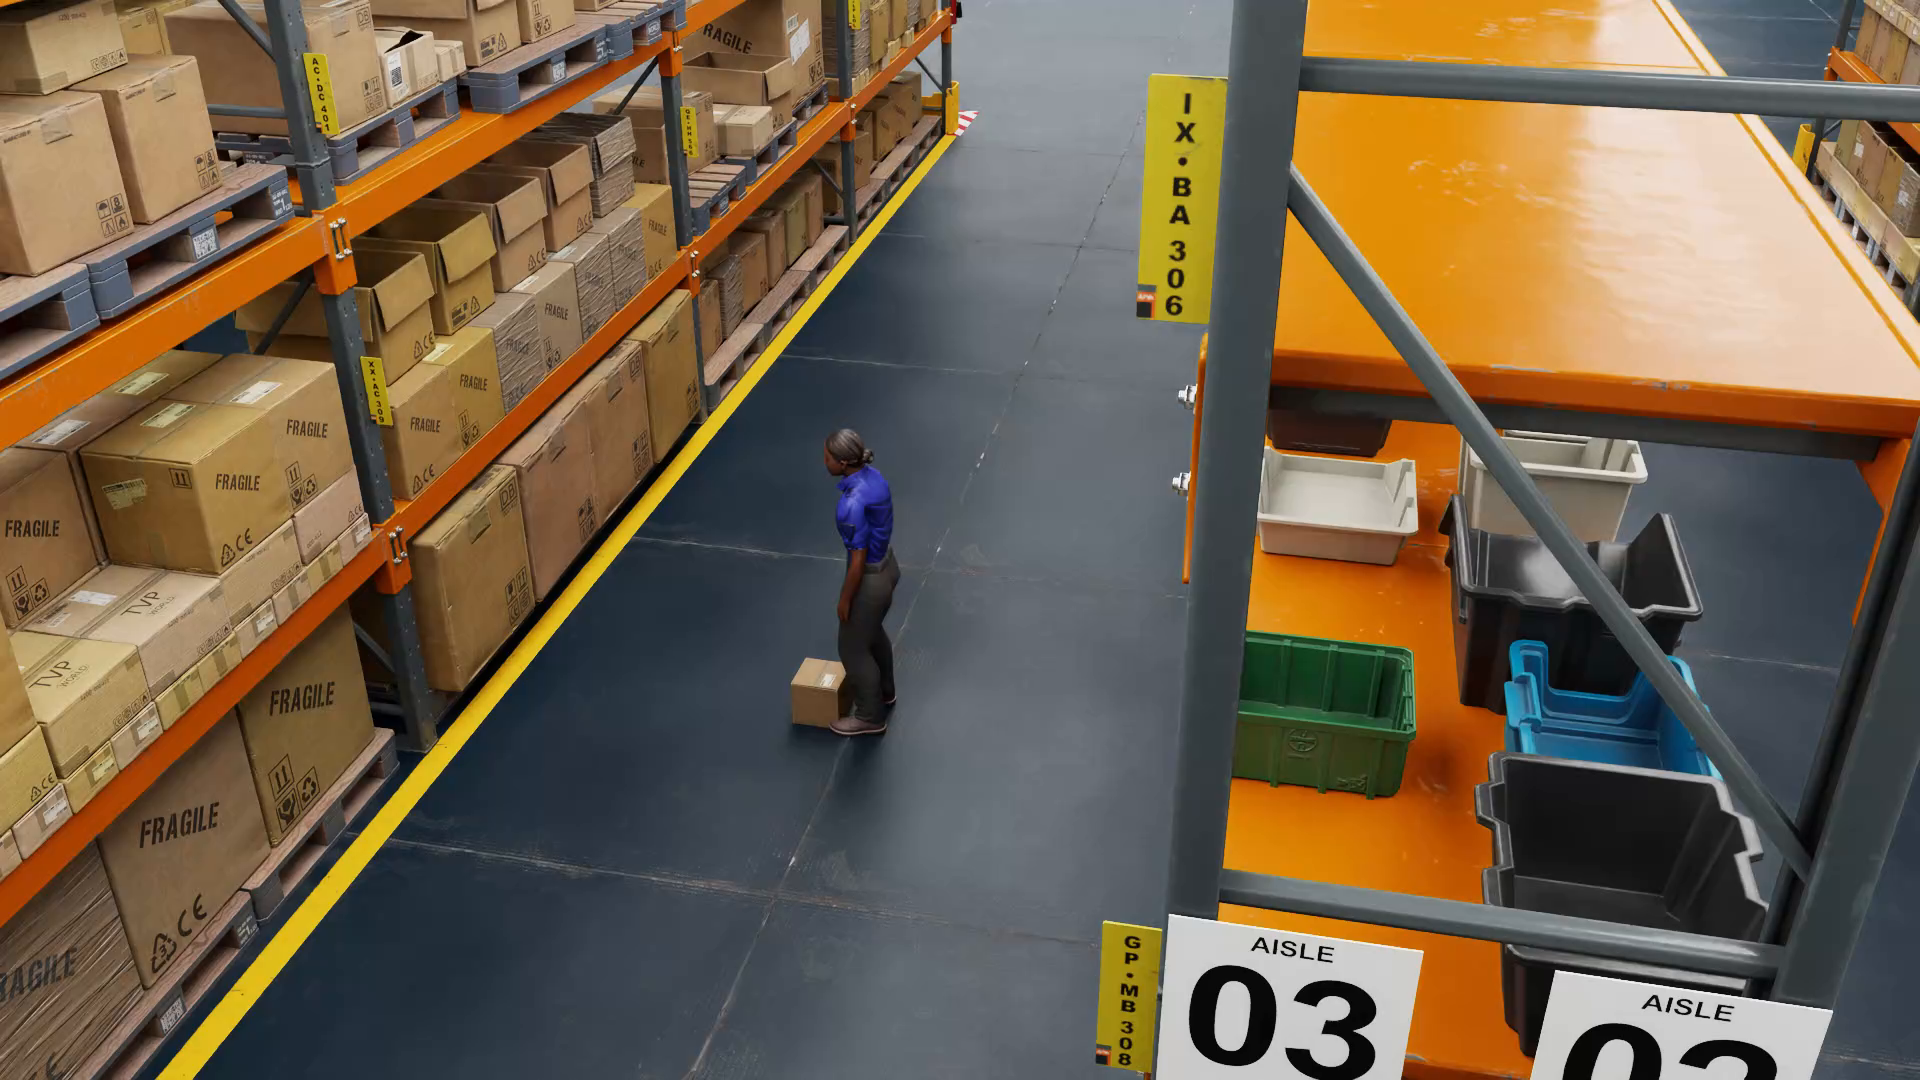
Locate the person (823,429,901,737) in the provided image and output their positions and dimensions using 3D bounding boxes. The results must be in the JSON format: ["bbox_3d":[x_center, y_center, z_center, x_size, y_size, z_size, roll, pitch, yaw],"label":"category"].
[{"bbox_3d":[-0.484,0.198,8.258,0.347,1.655,0.505,6,30,11],"label":"person"}]
